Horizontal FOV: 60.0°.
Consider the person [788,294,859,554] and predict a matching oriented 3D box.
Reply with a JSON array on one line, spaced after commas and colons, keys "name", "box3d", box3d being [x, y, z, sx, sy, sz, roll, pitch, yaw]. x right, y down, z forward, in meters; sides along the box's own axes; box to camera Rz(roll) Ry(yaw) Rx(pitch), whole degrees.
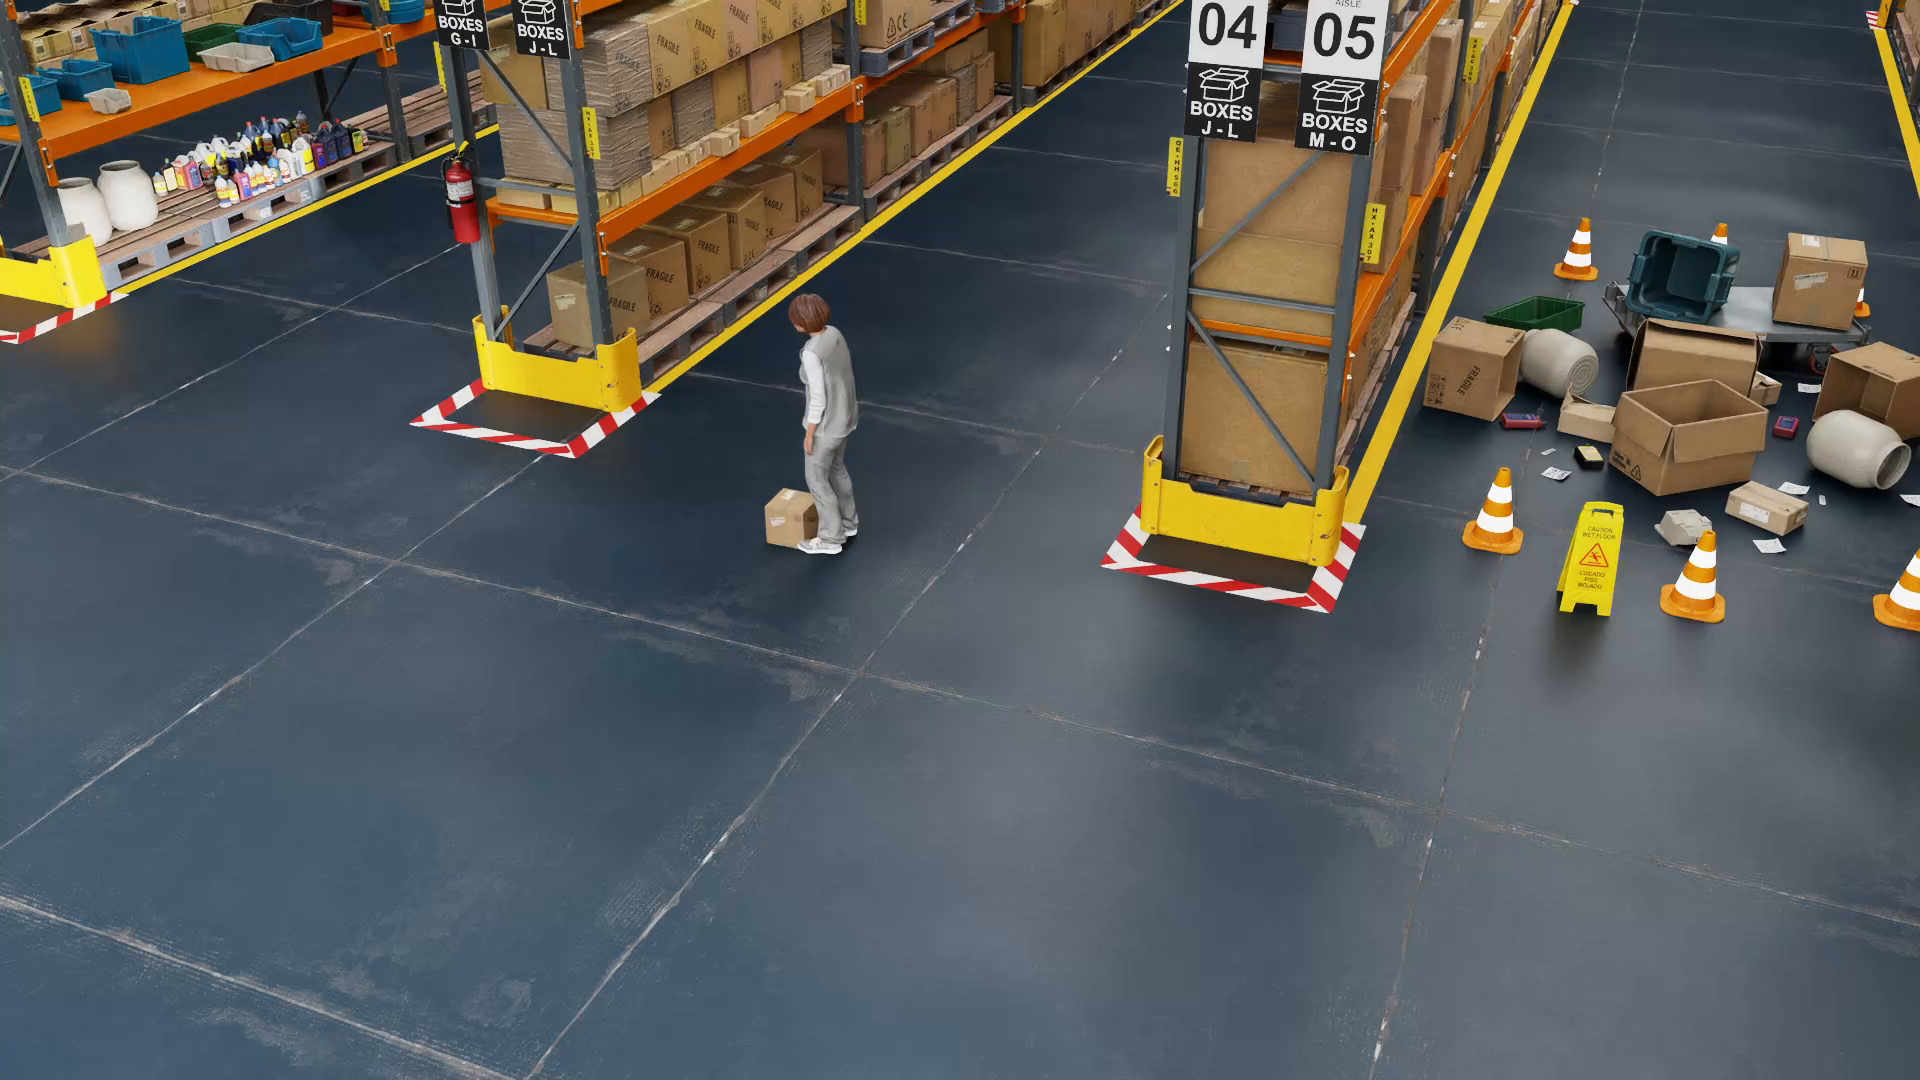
[{"name": "person", "box3d": [-0.767, -0.663, 9.544, 0.347, 1.592, 0.484, 10, 31, 16]}]
